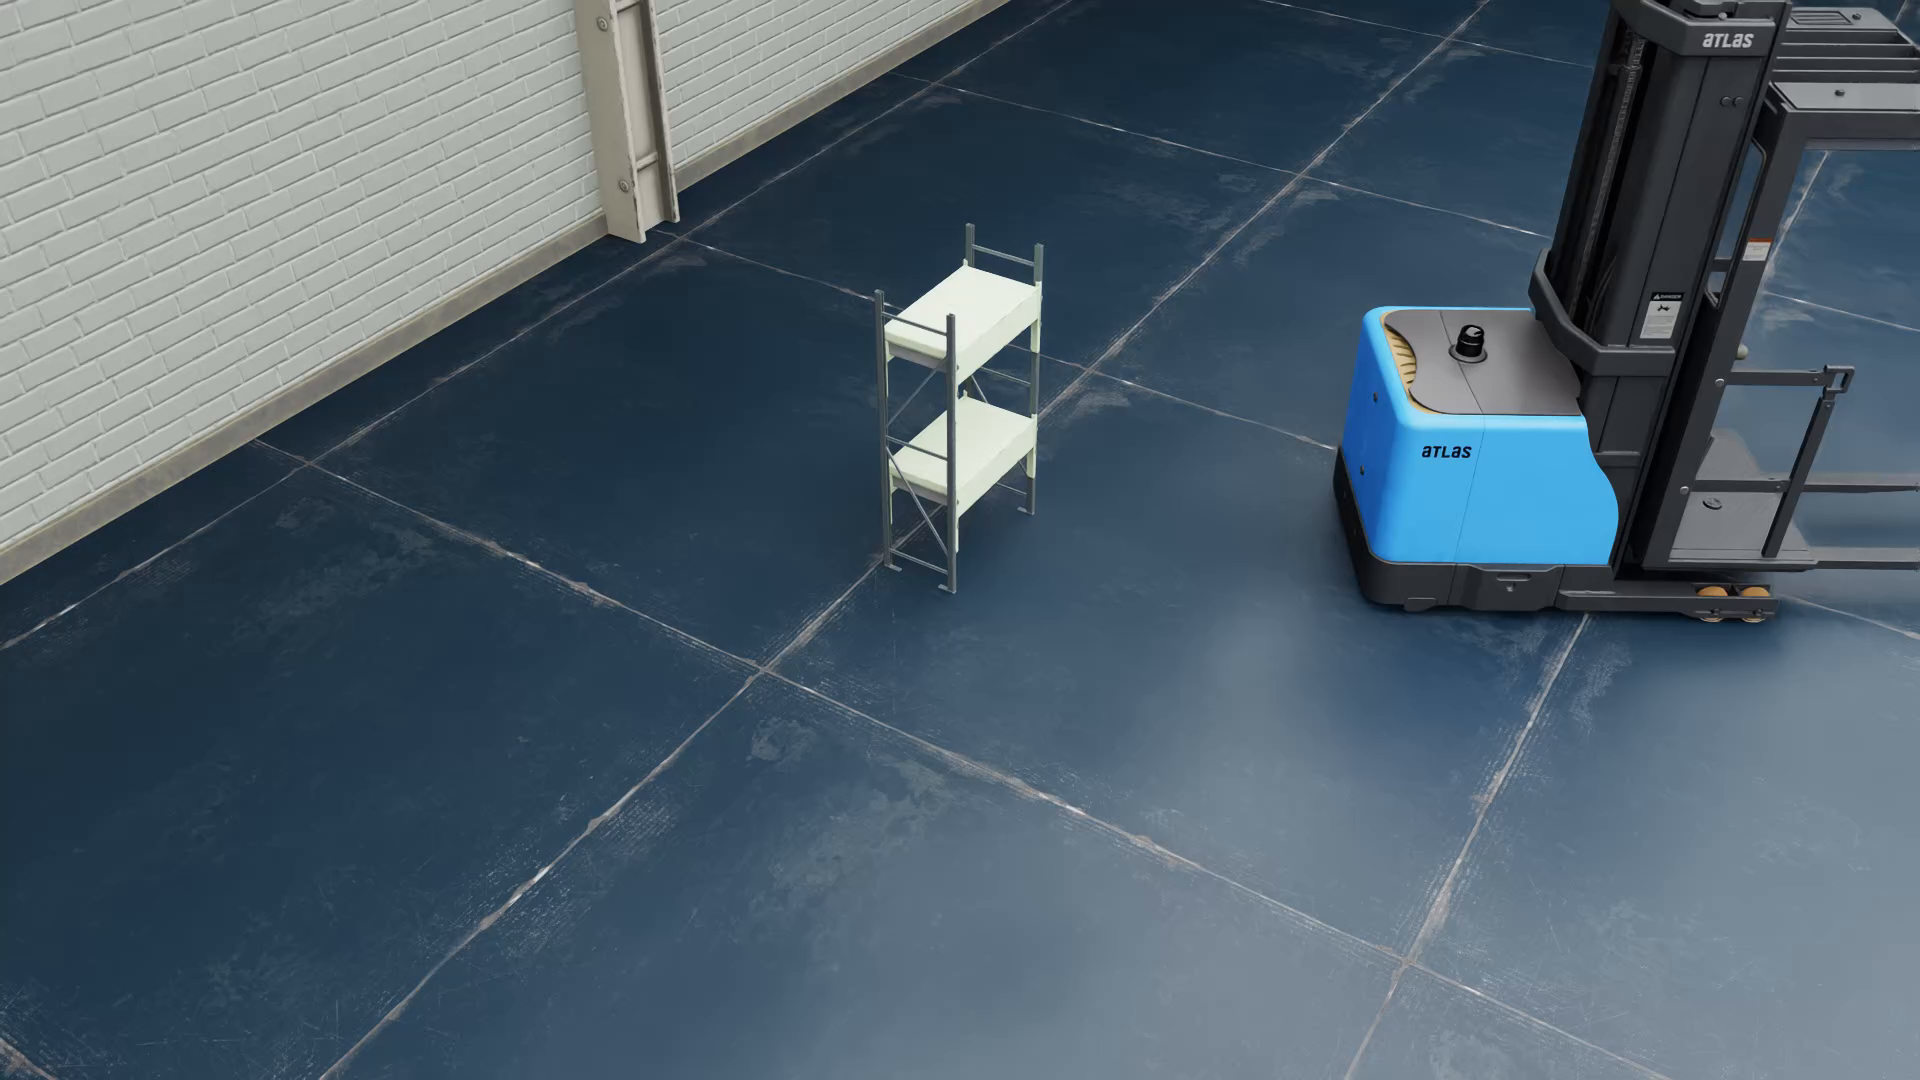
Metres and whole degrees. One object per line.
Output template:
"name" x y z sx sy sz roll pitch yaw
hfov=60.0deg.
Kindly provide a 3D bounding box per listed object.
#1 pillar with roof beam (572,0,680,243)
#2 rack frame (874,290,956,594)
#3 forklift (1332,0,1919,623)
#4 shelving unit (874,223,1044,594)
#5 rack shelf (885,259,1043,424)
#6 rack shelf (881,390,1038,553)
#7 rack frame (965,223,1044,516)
"pillar with roof beam" 1.566 -4.207 6.276 9.100 9.000 0.400 21 42 25
"rack frame" -0.193 -0.409 7.491 0.400 1.500 0.023 21 42 25
"forklift" 3.396 -1.109 7.227 3.031 2.935 1.130 1 38 1
"shelving unit" 0.004 -0.597 7.736 0.431 1.500 0.755 21 42 25
"rack shelf" 0.004 -0.907 7.498 0.431 0.370 0.720 21 42 25
"rack shelf" 0.004 -0.339 7.935 0.431 0.370 0.720 21 42 25
"rack frame" 0.200 -0.786 7.981 0.400 1.500 0.023 21 42 25
